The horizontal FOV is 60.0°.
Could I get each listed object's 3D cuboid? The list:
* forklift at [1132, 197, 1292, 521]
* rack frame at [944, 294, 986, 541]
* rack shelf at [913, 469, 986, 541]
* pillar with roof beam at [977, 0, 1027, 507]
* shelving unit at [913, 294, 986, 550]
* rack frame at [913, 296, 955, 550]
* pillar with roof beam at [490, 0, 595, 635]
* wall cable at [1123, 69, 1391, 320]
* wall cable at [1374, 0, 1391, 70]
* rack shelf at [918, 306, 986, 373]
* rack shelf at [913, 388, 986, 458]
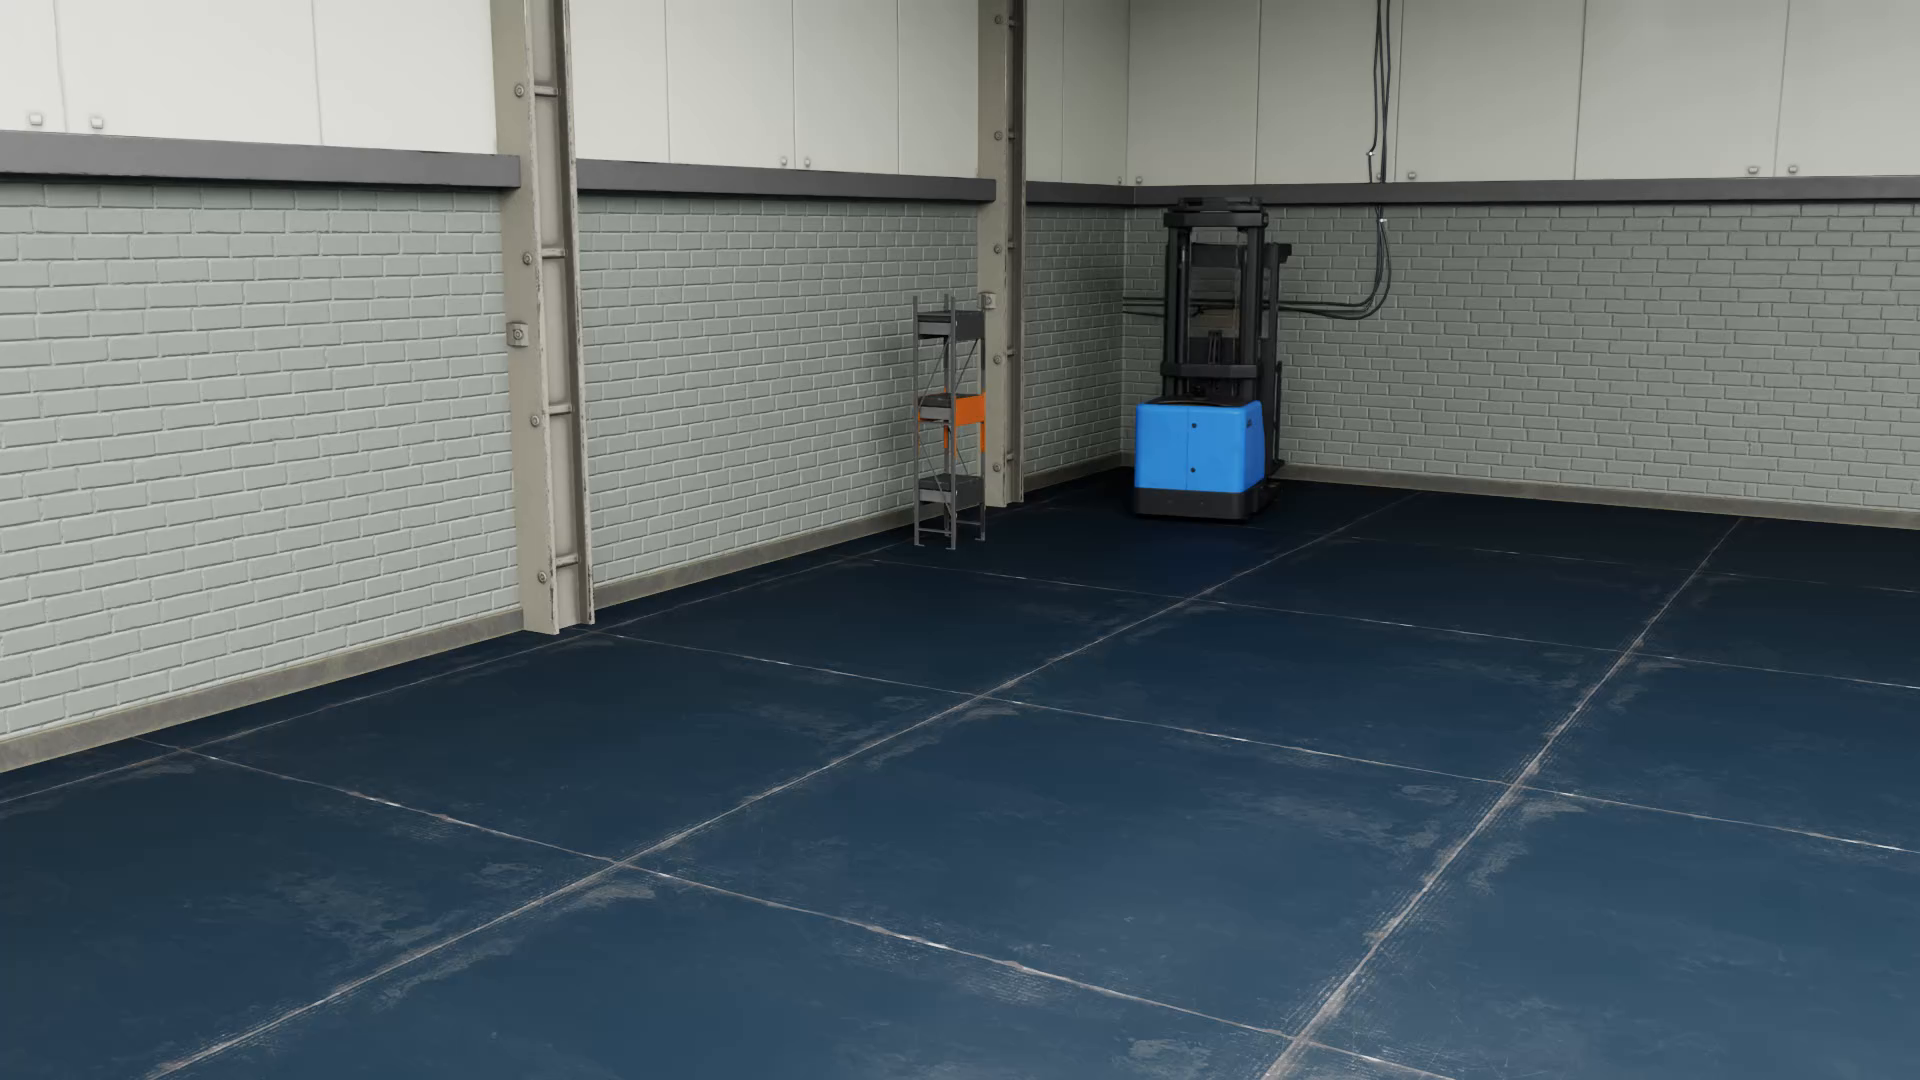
[{"bbox_3d":[2.586,-1.843,16.246,1.130,2.935,3.031,4,11,20],"label":"forklift"},{"bbox_3d":[0.041,-1.044,14.241,0.400,2.100,0.015,6,12,31],"label":"rack frame"},{"bbox_3d":[-0.086,-0.305,14.168,0.431,0.518,0.480,6,12,31],"label":"rack shelf"},{"bbox_3d":[4.074,-4.374,13.276,9.100,9.000,0.400,6,12,31],"label":"pillar with roof beam"},{"bbox_3d":[-0.086,-1.006,14.036,0.431,2.100,0.503,6,12,31],"label":"shelving unit"},{"bbox_3d":[-0.213,-0.968,13.831,0.400,2.100,0.015,6,12,31],"label":"rack frame"},{"bbox_3d":[0.959,-3.430,8.235,9.100,9.000,0.400,6,12,31],"label":"pillar with roof beam"},{"bbox_3d":[3.054,-3.596,17.558,3.097,2.526,0.112,6,12,31],"label":"wall cable"},{"bbox_3d":[5.367,-5.820,15.713,3.097,2.526,0.112,6,12,31],"label":"wall cable"},{"bbox_3d":[-0.086,-1.681,13.910,0.431,0.518,0.480,6,12,31],"label":"rack shelf"},{"bbox_3d":[-0.086,-0.993,14.039,0.431,0.518,0.480,6,12,31],"label":"rack shelf"}]
